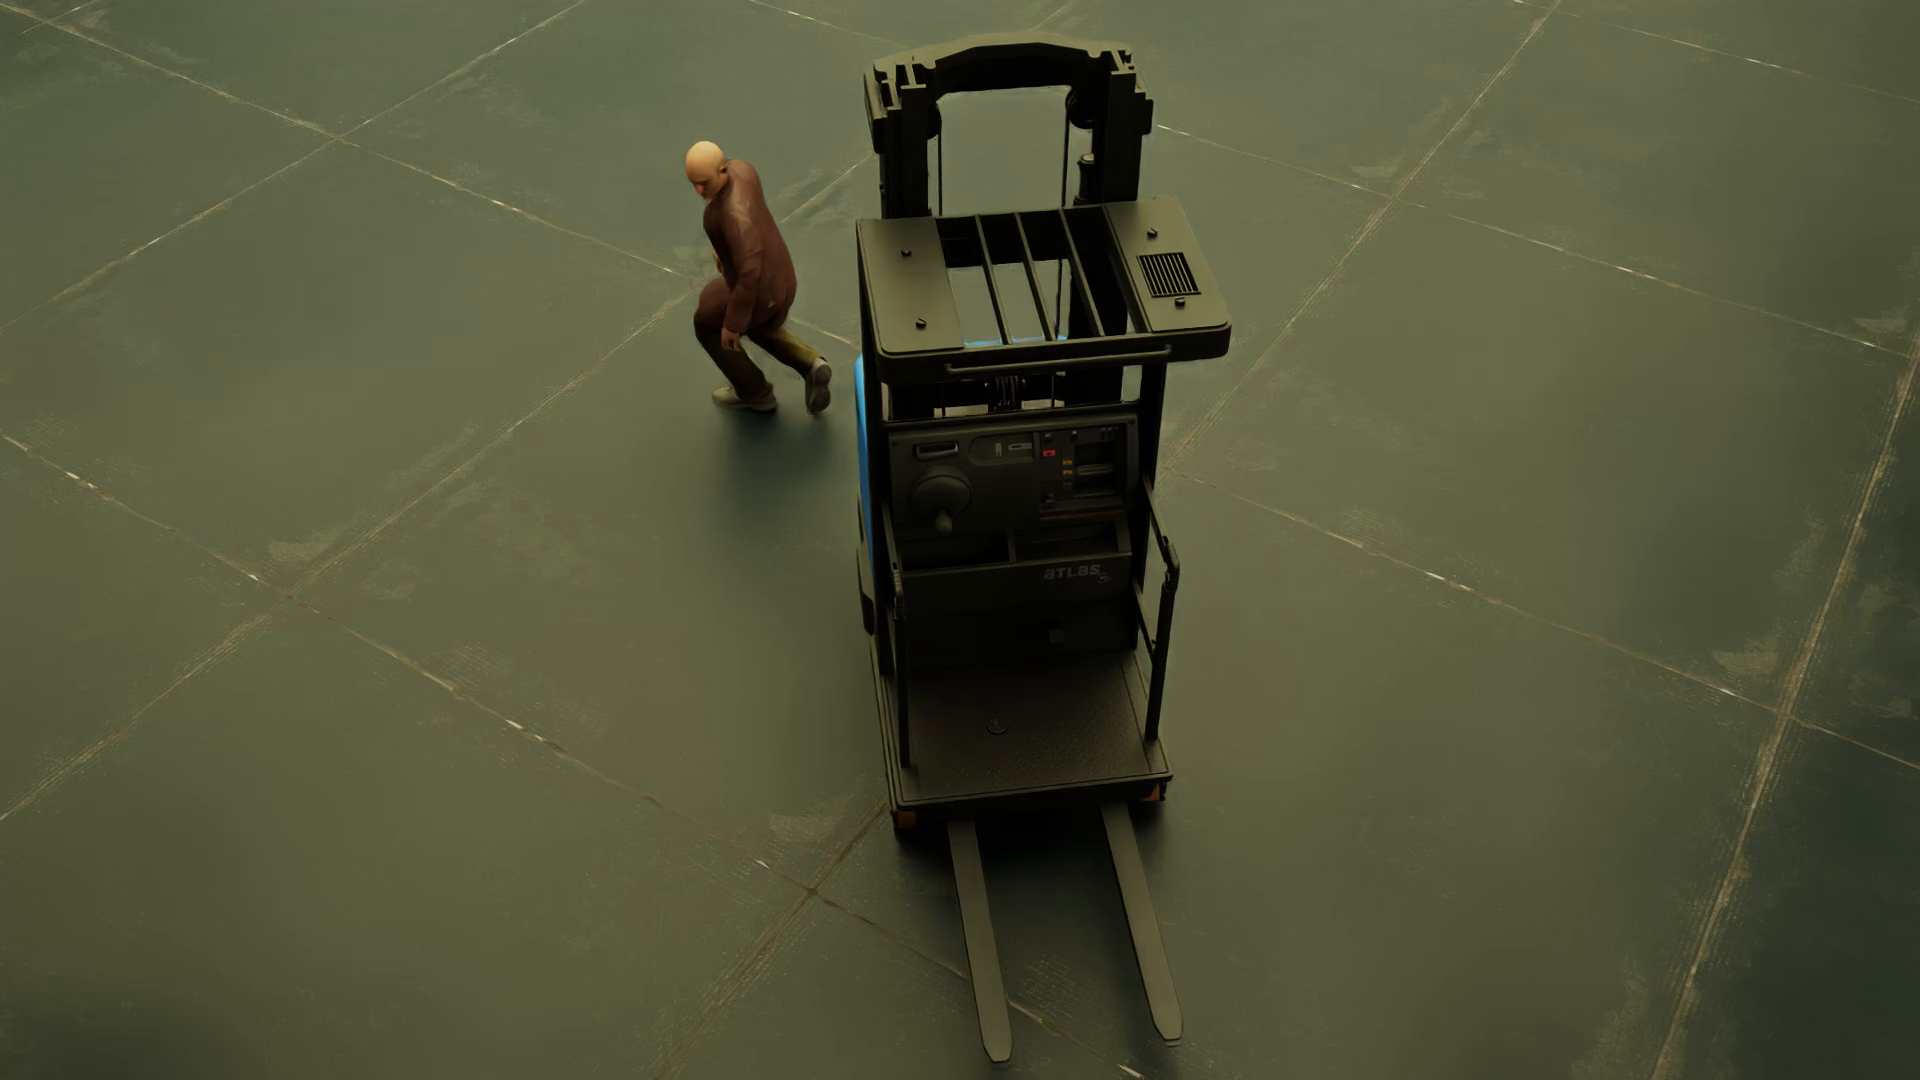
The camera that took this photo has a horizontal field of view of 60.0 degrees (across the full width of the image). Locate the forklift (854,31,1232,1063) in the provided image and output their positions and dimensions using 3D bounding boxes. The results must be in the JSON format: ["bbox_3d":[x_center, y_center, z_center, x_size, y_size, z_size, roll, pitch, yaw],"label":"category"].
[{"bbox_3d":[0.234,-0.158,6.015,1.130,2.935,3.031,-5,44,-6],"label":"forklift"}]

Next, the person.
[{"bbox_3d":[-1.020,-1.245,8.190,0.749,1.560,0.744,15,45,15],"label":"person"}]
